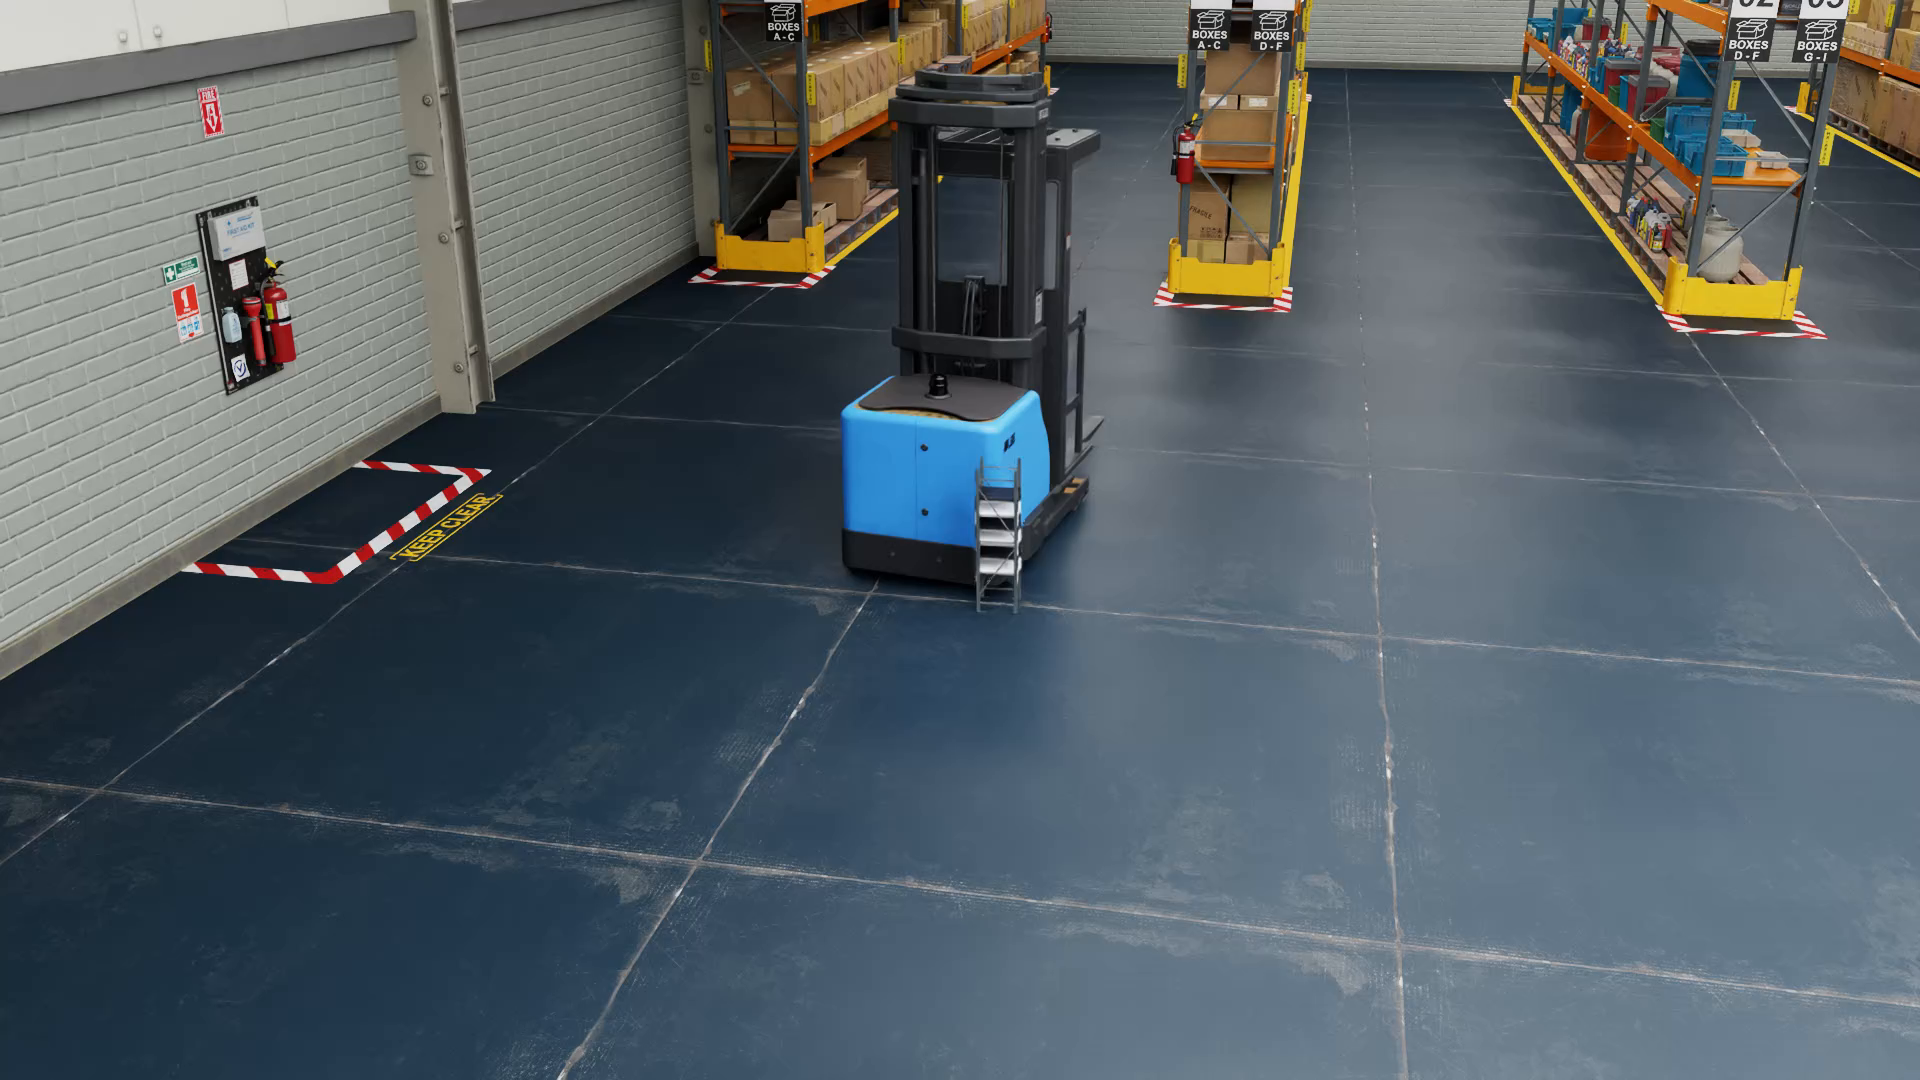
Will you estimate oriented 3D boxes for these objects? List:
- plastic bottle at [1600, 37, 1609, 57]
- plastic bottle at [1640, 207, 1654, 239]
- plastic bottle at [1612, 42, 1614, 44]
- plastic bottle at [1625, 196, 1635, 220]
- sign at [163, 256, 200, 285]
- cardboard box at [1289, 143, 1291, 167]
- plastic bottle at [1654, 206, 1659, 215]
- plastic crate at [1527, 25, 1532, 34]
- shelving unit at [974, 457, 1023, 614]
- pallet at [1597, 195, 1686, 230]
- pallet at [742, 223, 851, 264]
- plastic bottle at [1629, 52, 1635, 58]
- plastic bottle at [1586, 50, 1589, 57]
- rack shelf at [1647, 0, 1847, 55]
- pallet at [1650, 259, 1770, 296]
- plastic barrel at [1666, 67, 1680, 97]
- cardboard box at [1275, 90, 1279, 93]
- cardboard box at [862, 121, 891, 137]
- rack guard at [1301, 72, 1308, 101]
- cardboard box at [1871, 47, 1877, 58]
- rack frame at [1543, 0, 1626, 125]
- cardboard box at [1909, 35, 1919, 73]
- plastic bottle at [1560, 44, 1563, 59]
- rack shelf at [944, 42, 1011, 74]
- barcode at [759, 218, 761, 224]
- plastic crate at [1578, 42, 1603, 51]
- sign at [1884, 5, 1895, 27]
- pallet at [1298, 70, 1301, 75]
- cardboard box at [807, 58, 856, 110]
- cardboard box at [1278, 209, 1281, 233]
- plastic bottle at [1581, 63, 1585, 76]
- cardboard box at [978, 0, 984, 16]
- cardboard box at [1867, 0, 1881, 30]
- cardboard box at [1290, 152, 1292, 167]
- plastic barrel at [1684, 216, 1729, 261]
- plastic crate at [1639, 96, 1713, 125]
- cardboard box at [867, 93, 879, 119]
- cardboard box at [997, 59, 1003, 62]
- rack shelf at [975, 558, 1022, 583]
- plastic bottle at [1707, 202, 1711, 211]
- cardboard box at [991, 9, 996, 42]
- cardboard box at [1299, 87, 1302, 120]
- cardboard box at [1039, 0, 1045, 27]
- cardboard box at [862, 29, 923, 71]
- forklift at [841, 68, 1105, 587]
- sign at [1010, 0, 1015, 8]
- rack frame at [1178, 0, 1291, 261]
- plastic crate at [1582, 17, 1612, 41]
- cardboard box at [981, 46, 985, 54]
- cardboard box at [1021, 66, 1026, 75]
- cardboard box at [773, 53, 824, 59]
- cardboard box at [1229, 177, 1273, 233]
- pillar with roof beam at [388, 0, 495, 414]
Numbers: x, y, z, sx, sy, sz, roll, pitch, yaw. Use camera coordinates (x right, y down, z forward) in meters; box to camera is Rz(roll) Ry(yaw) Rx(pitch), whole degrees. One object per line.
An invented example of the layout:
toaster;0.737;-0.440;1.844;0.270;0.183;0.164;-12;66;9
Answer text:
plastic bottle;10.043;-7.621;25.826;0.144;0.351;0.185;4;22;11
plastic bottle;7.723;-3.555;18.622;0.144;0.351;0.185;4;22;10
plastic bottle;10.213;-7.634;25.958;0.152;0.276;0.135;4;22;11
plastic bottle;7.925;-3.923;19.643;0.097;0.271;0.097;0;22;0
sign;-4.770;-1.656;10.193;0.001;0.109;0.331;4;22;11
cardboard box;4.110;-5.130;21.945;0.500;0.311;0.500;4;22;9
plastic bottle;7.936;-3.680;19.040;0.097;0.271;0.097;0;22;0
plastic crate;10.348;-9.186;29.919;0.250;0.136;0.298;4;22;11
shelving unit;0.225;-0.023;9.698;0.258;0.900;0.210;2;23;7
pallet;8.541;-4.064;20.663;1.003;0.211;1.213;4;22;11
pallet;-1.880;-3.389;18.985;1.003;0.211;1.213;4;22;11
plastic bottle;9.926;-7.067;24.558;0.097;0.271;0.097;0;22;0
plastic bottle;9.312;-7.132;24.702;0.061;0.283;0.133;4;22;11
rack shelf;8.011;-5.394;17.179;1.077;0.370;4.000;4;22;11
pallet;7.743;-2.639;17.125;1.003;0.211;1.213;4;22;11
plastic barrel;8.829;-5.464;20.223;0.433;0.535;0.433;0;22;0
cardboard box;3.096;-4.555;17.146;0.380;0.149;0.250;4;22;10
cardboard box;-1.059;-5.647;22.613;0.500;0.250;0.500;4;22;10
rack guard;6.003;-8.648;31.657;1.175;0.500;0.348;4;22;11
cardboard box;14.694;-7.730;26.369;0.380;0.149;0.250;5;22;12
rack frame;10.051;-7.994;26.686;1.000;3.000;0.127;4;22;11
cardboard box;14.357;-7.146;24.449;0.500;0.500;0.500;4;22;10
plastic bottle;9.506;-7.704;26.140;0.097;0.271;0.097;0;22;0
rack shelf;-0.056;-7.684;26.880;1.077;0.370;4.000;4;22;11
barcode;-2.255;-3.604;18.786;0.001;0.075;0.075;4;22;11
plastic crate;10.286;-8.058;27.120;0.396;0.136;0.243;4;22;11
sign;14.356;-8.096;25.676;0.100;0.325;0.005;4;22;11
pallet;4.456;-7.074;24.659;1.213;0.211;1.003;4;22;11
cardboard box;-1.482;-5.168;18.840;0.500;0.500;0.500;4;22;9
cardboard box;3.389;-3.631;18.972;0.500;0.250;0.500;4;22;11
plastic bottle;9.008;-6.780;23.938;0.097;0.201;0.097;0;22;0
cardboard box;0.089;-8.353;26.017;0.500;0.250;0.500;5;22;11
cardboard box;14.838;-8.404;26.503;0.500;0.500;0.500;5;22;11
cardboard box;4.311;-5.245;22.981;0.500;0.250;0.500;5;22;12
plastic barrel;7.764;-3.075;17.243;0.421;0.512;0.421;0;22;0
plastic crate;8.187;-4.857;18.982;0.767;0.338;0.504;4;22;11
cardboard box;-1.277;-5.200;19.923;0.500;0.250;0.500;4;22;11
cardboard box;0.593;-8.694;30.342;0.380;0.149;0.250;5;22;11
rack shelf;0.228;0.173;9.781;0.258;0.077;0.200;2;23;7
plastic bottle;8.530;-3.715;19.021;0.144;0.351;0.185;3;22;8
cardboard box;0.300;-8.384;27.097;0.500;0.500;0.500;4;22;11
cardboard box;5.383;-7.215;27.510;0.500;0.500;0.500;4;22;11
cardboard box;1.075;-10.163;31.673;0.980;0.700;0.700;5;23;13
cardboard box;-0.918;-6.704;22.761;0.700;0.500;0.500;8;23;18
forklift;0.255;-1.600;10.903;1.130;2.935;3.031;8;23;19
sign;0.886;-9.211;28.266;0.100;0.325;0.005;4;22;11
rack frame;2.754;-3.984;16.730;1.000;3.000;0.127;4;22;11
plastic crate;10.479;-8.358;27.426;0.402;0.464;0.583;4;22;11
cardboard box;0.193;-7.939;26.860;0.380;0.149;0.250;5;23;13
cardboard box;0.818;-8.421;30.531;0.700;0.500;0.500;5;22;12
cardboard box;-1.892;-5.393;19.400;0.500;0.500;0.500;5;22;12
cardboard box;3.182;-3.613;17.925;0.500;0.500;0.500;4;22;11
pillar with roof beam;0.190;-4.942;11.080;9.100;9.000;0.400;4;22;11
